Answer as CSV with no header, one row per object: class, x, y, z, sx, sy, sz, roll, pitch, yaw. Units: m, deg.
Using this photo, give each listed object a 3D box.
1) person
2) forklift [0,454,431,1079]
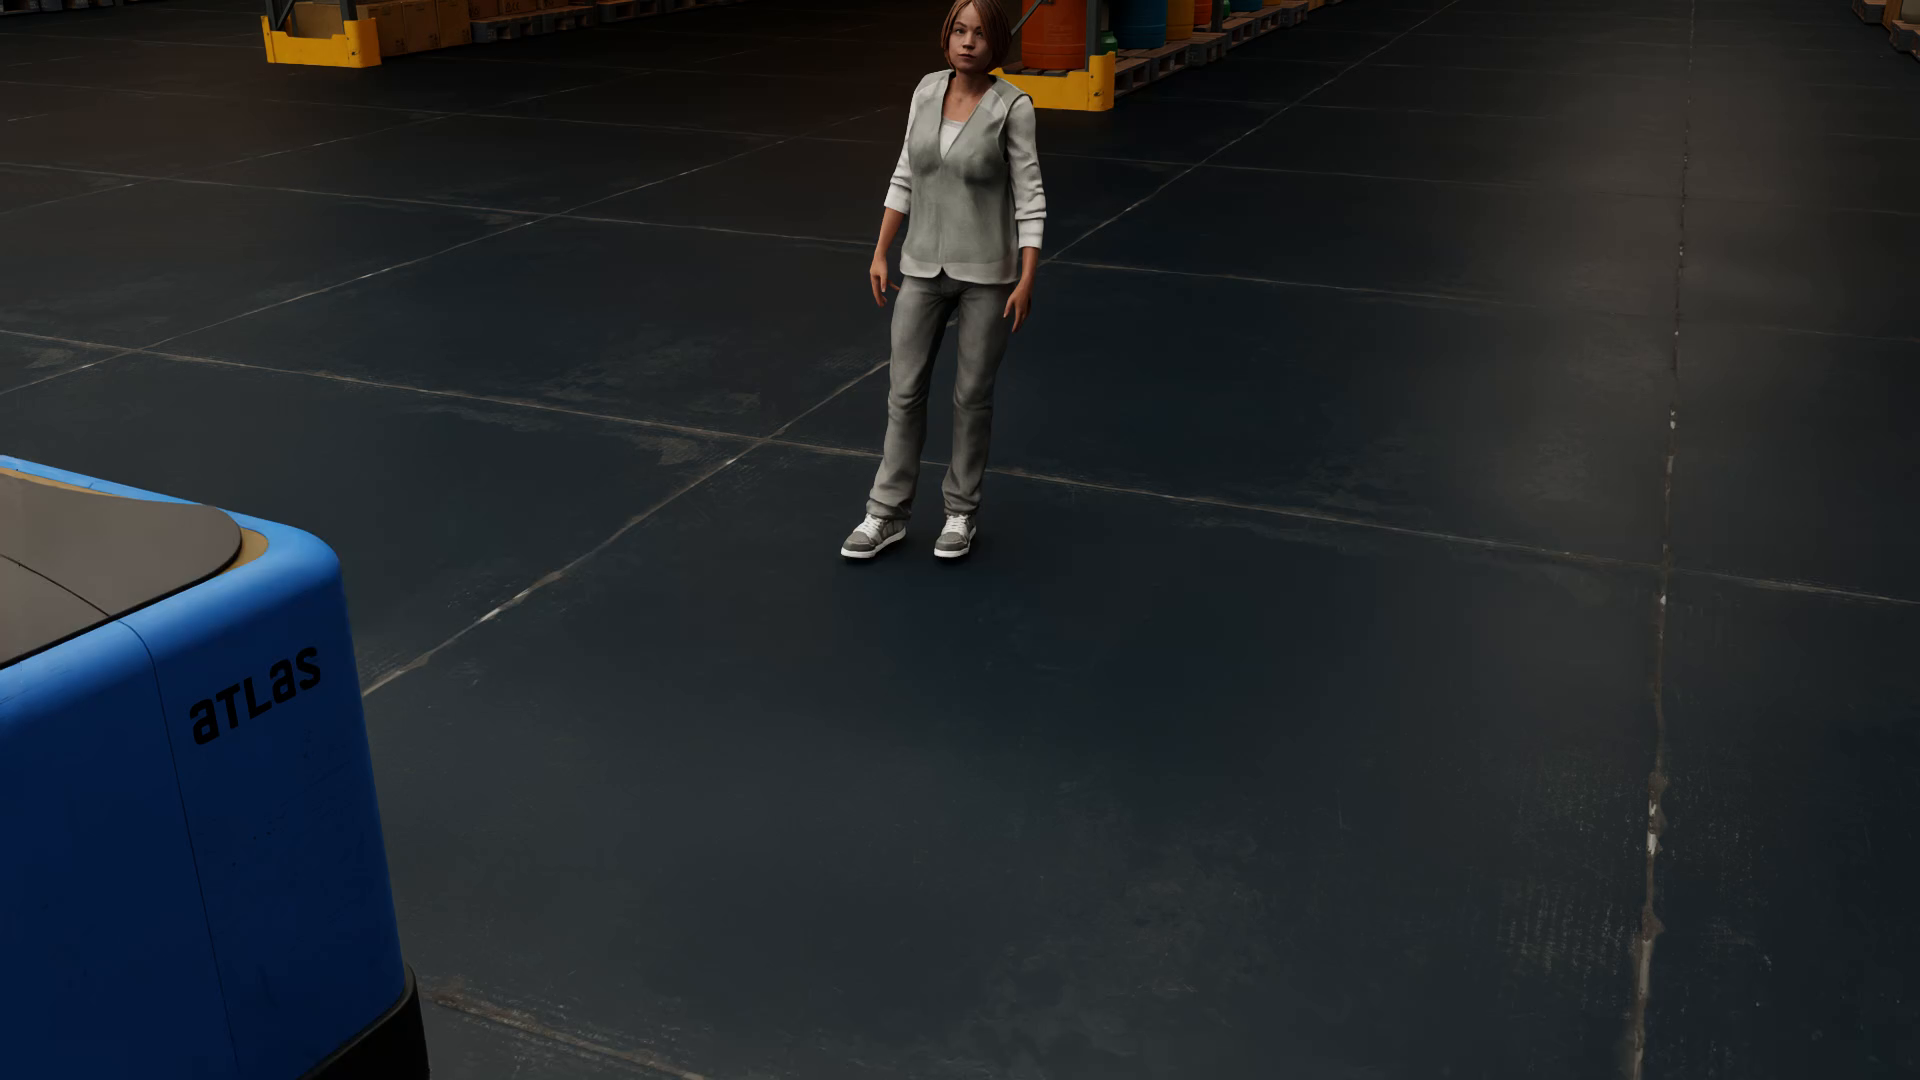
person,-0.041,-0.718,4.725,0.520,1.593,0.475,9,24,21
forklift,-1.987,0.047,1.181,1.130,2.935,3.031,11,25,25
